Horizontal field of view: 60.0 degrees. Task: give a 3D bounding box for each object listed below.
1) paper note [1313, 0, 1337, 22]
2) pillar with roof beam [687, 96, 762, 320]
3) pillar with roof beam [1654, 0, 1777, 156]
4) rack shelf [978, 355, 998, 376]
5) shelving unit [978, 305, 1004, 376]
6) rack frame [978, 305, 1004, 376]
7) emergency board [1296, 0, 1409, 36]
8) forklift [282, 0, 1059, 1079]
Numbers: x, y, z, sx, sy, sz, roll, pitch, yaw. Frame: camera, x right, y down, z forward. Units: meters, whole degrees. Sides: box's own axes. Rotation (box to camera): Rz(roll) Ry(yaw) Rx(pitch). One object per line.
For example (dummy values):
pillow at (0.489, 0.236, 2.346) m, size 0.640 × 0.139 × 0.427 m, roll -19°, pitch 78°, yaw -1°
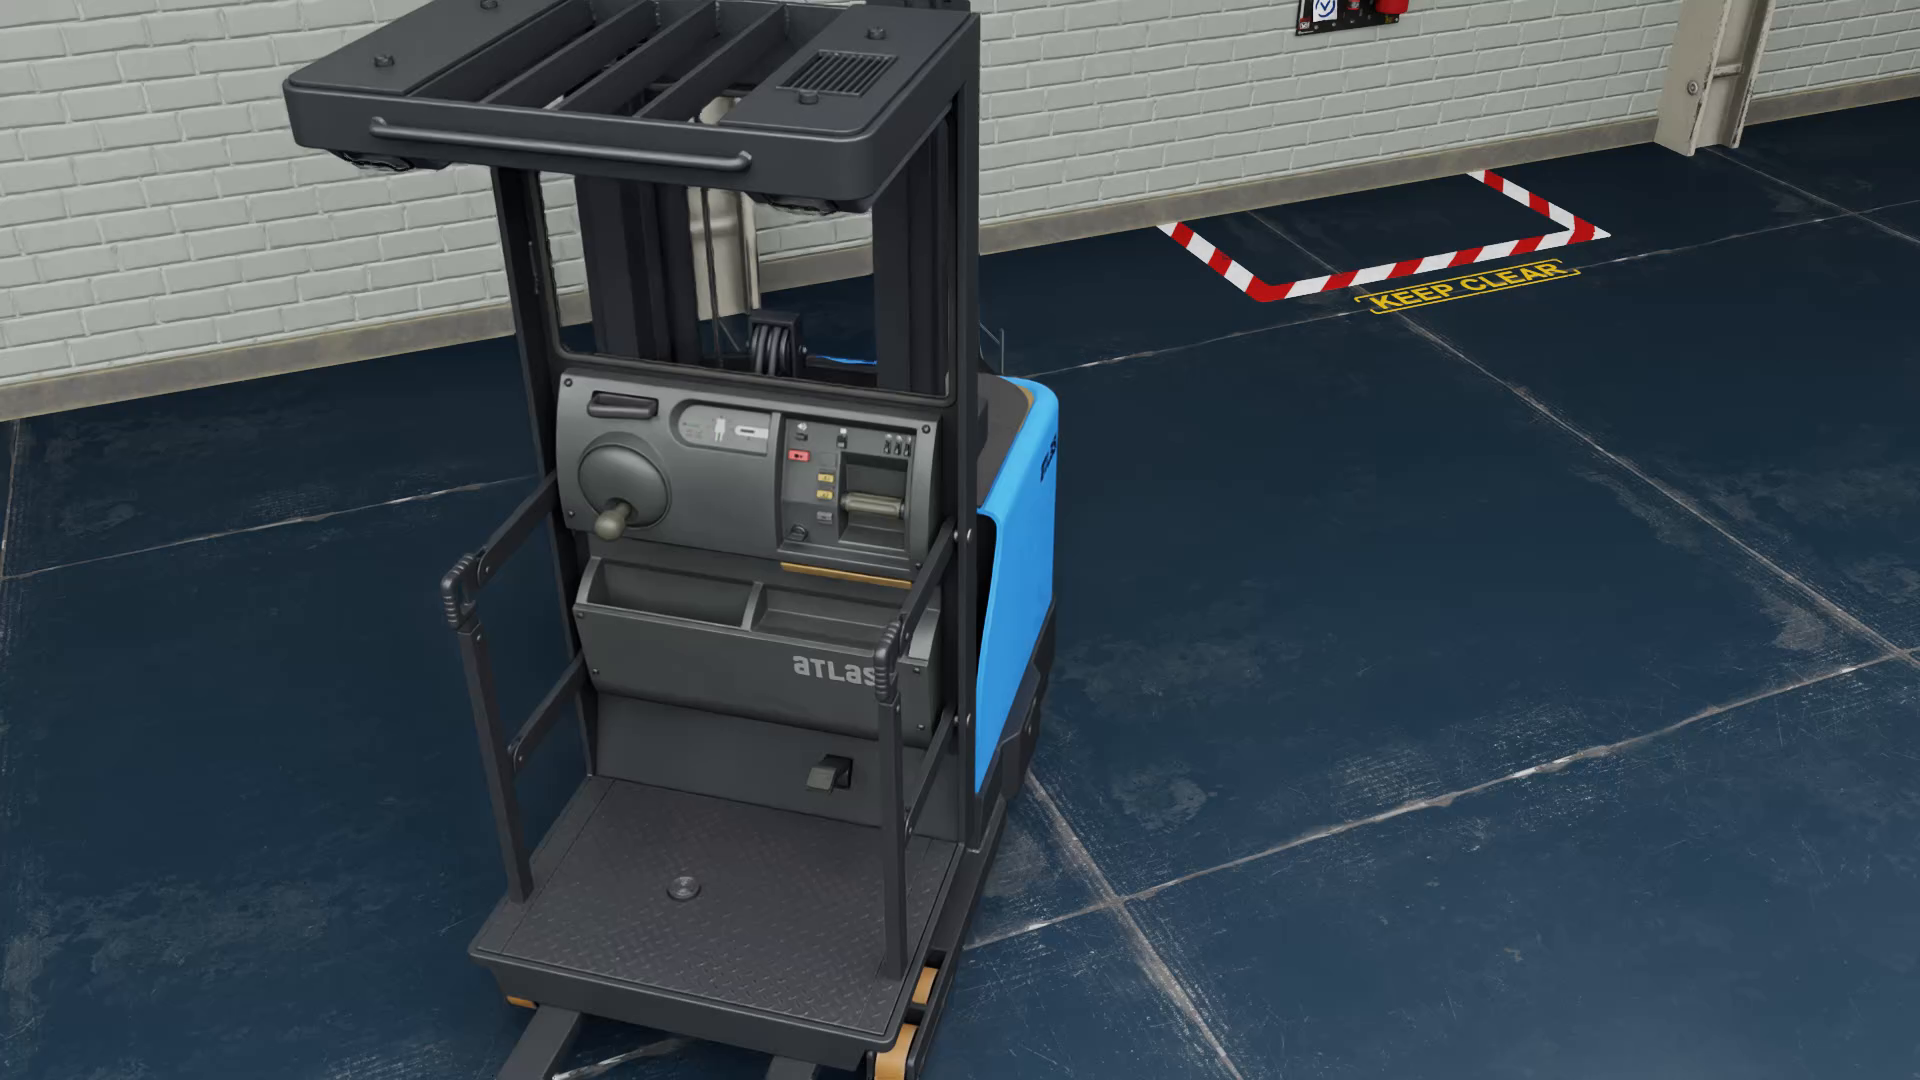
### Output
paper note at (1.874, -2.737, 8.514) m, size 0.142 × 0.148 × 0.016 m, roll -13°, pitch 35°, yaw -19°
pillar with roof beam at (0.492, -2.695, 2.140) m, size 0.400 × 9.000 × 9.100 m, roll -13°, pitch 35°, yaw -19°
pillar with roof beam at (6.024, -3.961, 4.087) m, size 0.400 × 9.000 × 9.100 m, roll -13°, pitch 35°, yaw -19°
rack shelf at (0.007, -0.577, 5.878) m, size 0.200 × 0.077 × 0.258 m, roll -13°, pitch 35°, yaw -19°
shelving unit at (0.007, -0.379, 6.007) m, size 0.210 × 0.900 × 0.258 m, roll -13°, pitch 35°, yaw -19°
rack frame at (0.101, -0.400, 6.040) m, size 0.006 × 0.900 × 0.240 m, roll -13°, pitch 35°, yaw -19°
emergency board at (2.064, -3.109, 8.278) m, size 0.643 × 1.169 × 0.194 m, roll -13°, pitch 35°, yaw -19°
forklift at (-0.561, -0.098, 3.713) m, size 1.130 × 2.935 × 3.031 m, roll 8°, pitch 34°, yaw 12°
